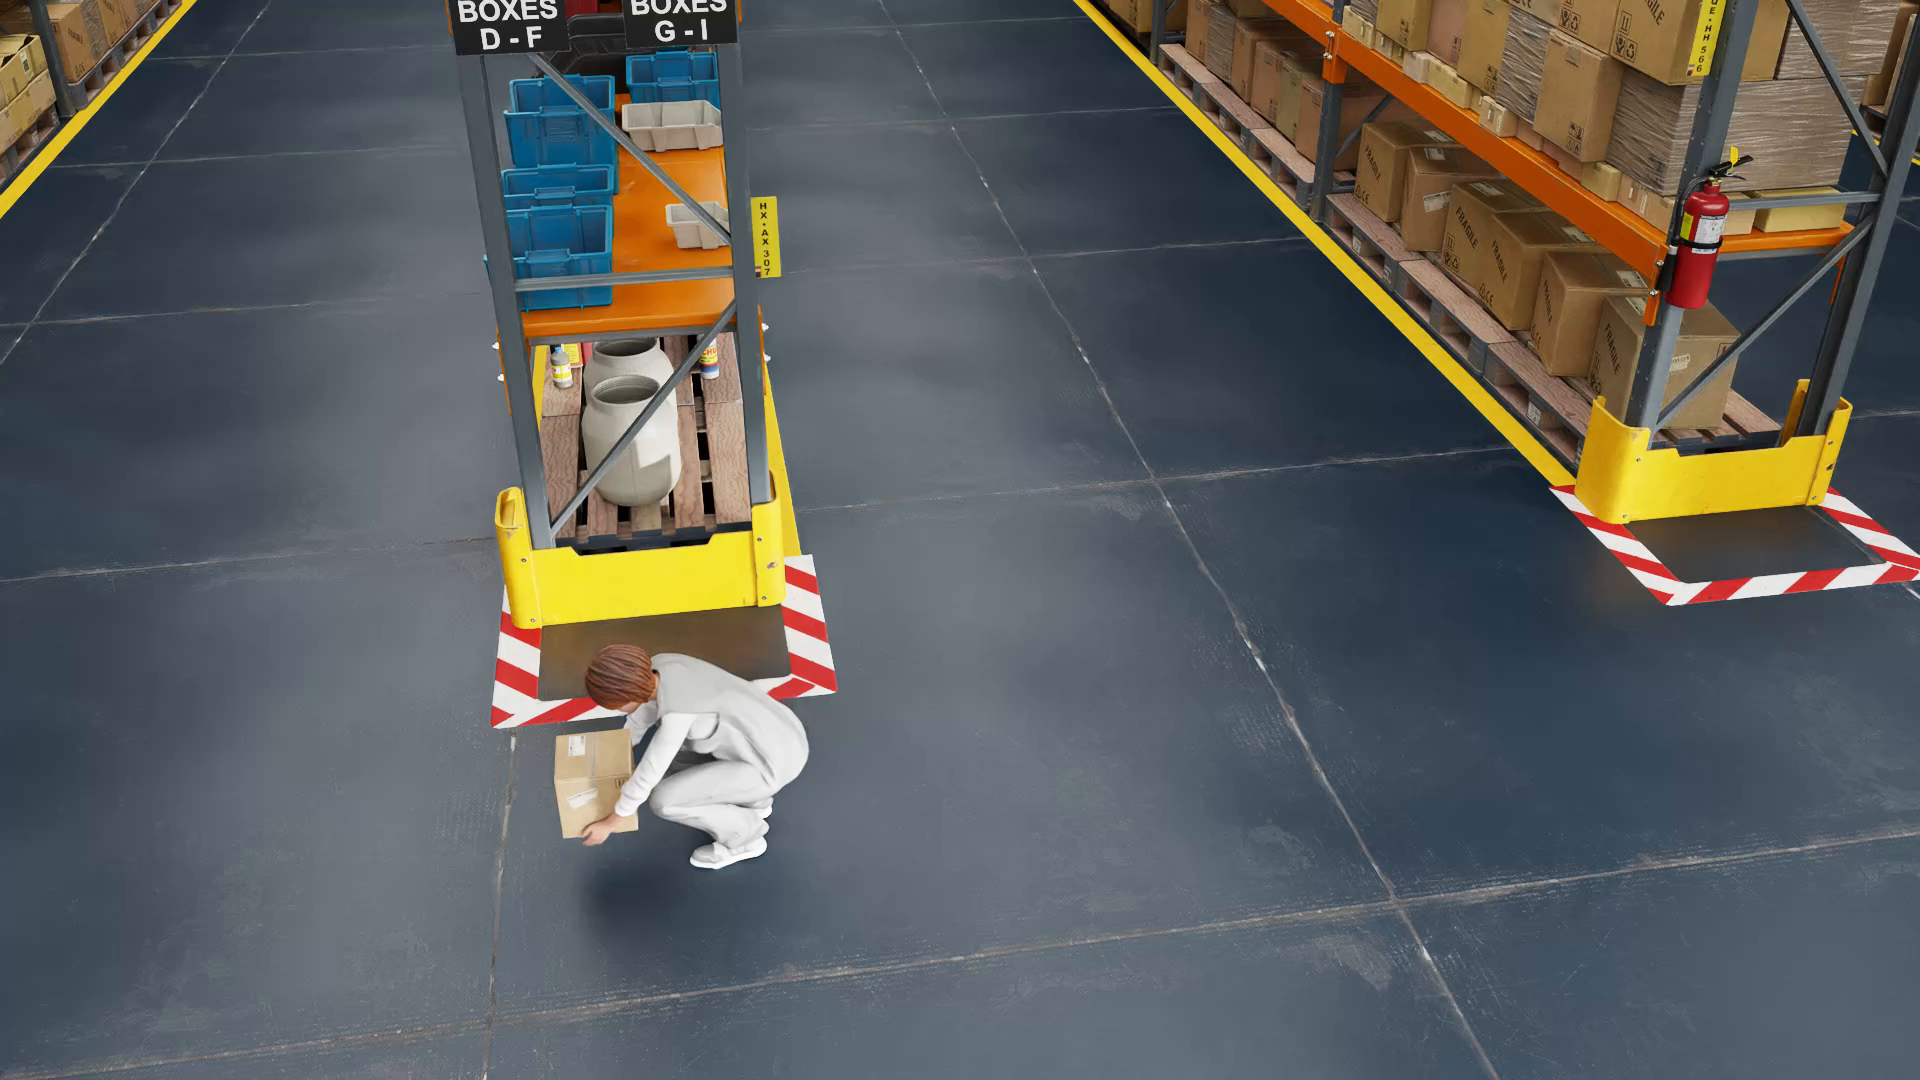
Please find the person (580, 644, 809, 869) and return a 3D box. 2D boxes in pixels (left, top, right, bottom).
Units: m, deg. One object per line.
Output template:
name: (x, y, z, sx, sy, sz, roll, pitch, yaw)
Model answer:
person: (-0.916, 0.705, 5.678, 0.797, 0.879, 0.467, -5, 32, -9)
